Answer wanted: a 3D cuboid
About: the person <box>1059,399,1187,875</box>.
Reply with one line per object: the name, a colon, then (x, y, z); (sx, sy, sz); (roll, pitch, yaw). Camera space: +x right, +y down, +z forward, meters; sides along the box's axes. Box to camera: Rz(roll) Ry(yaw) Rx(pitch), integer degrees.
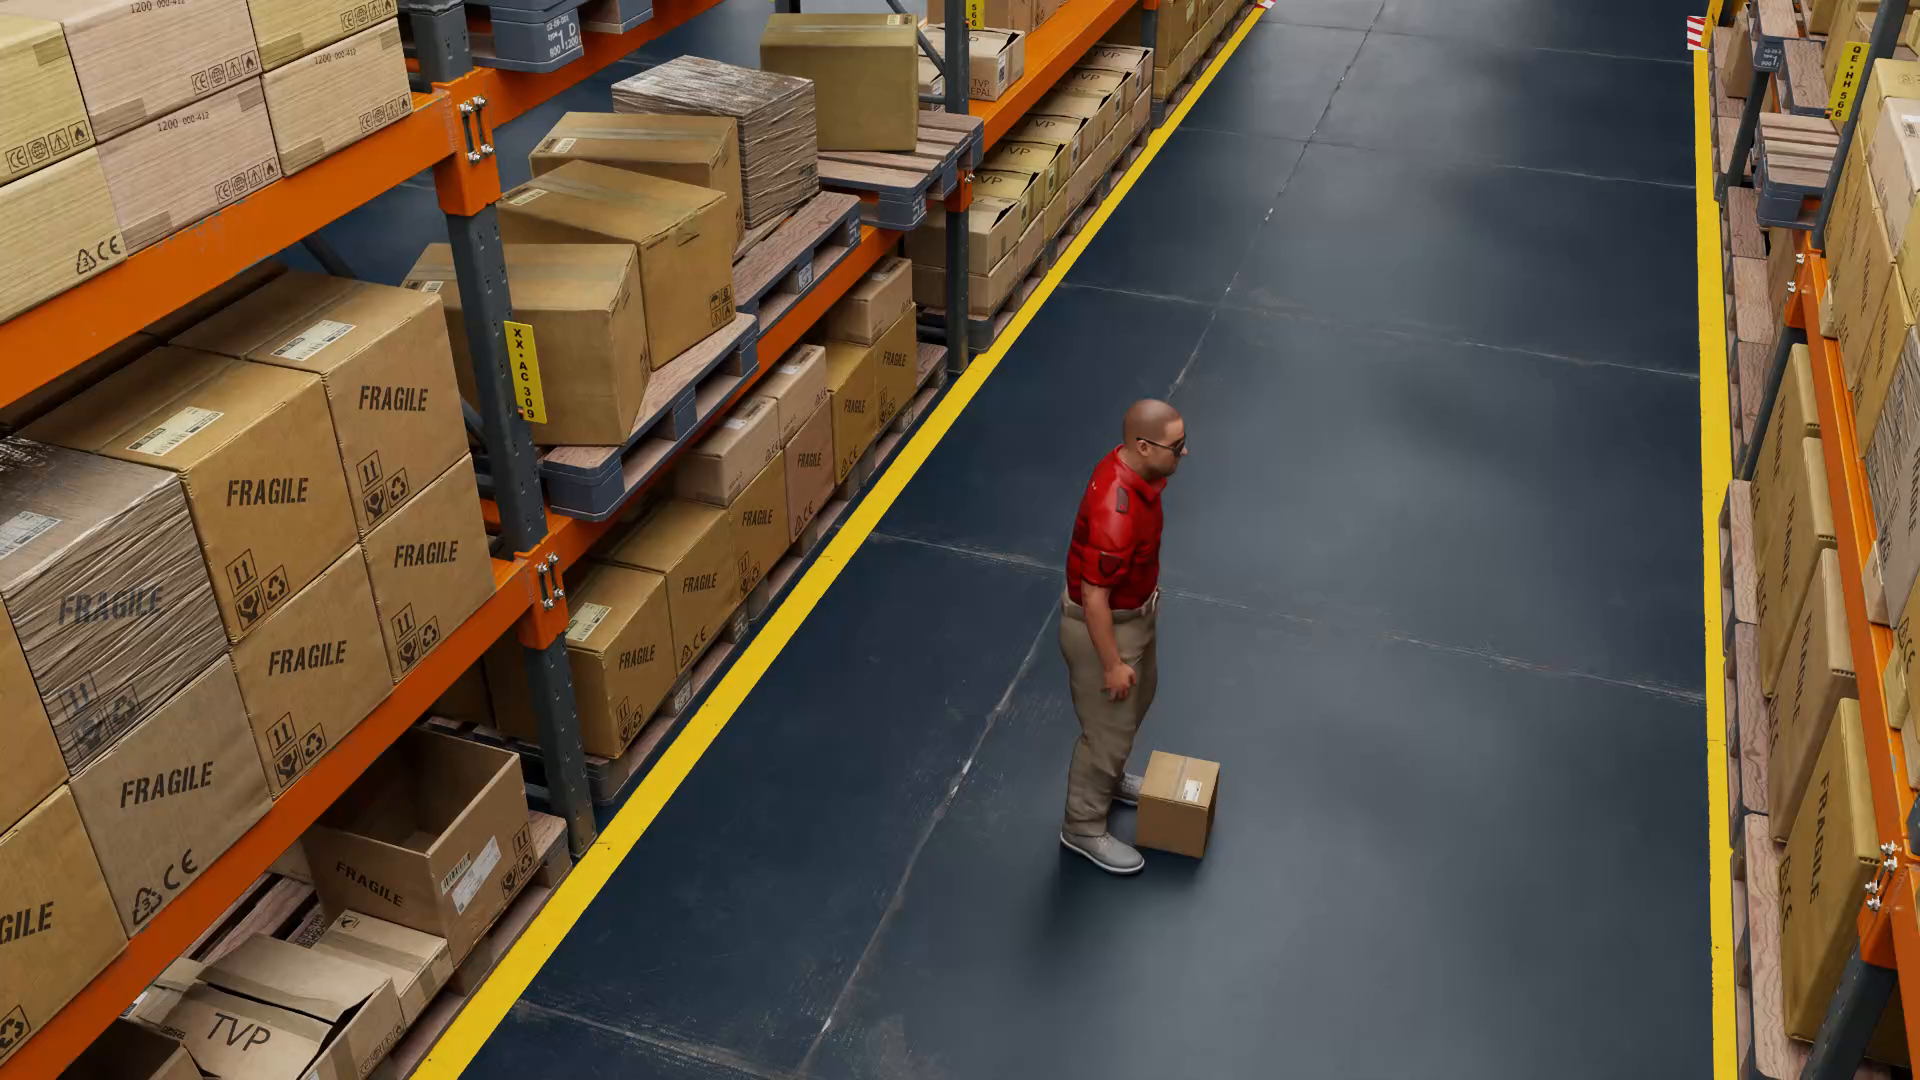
person: (0.548, 0.294, 5.699); (0.384, 1.728, 0.603); (10, 34, 15)
